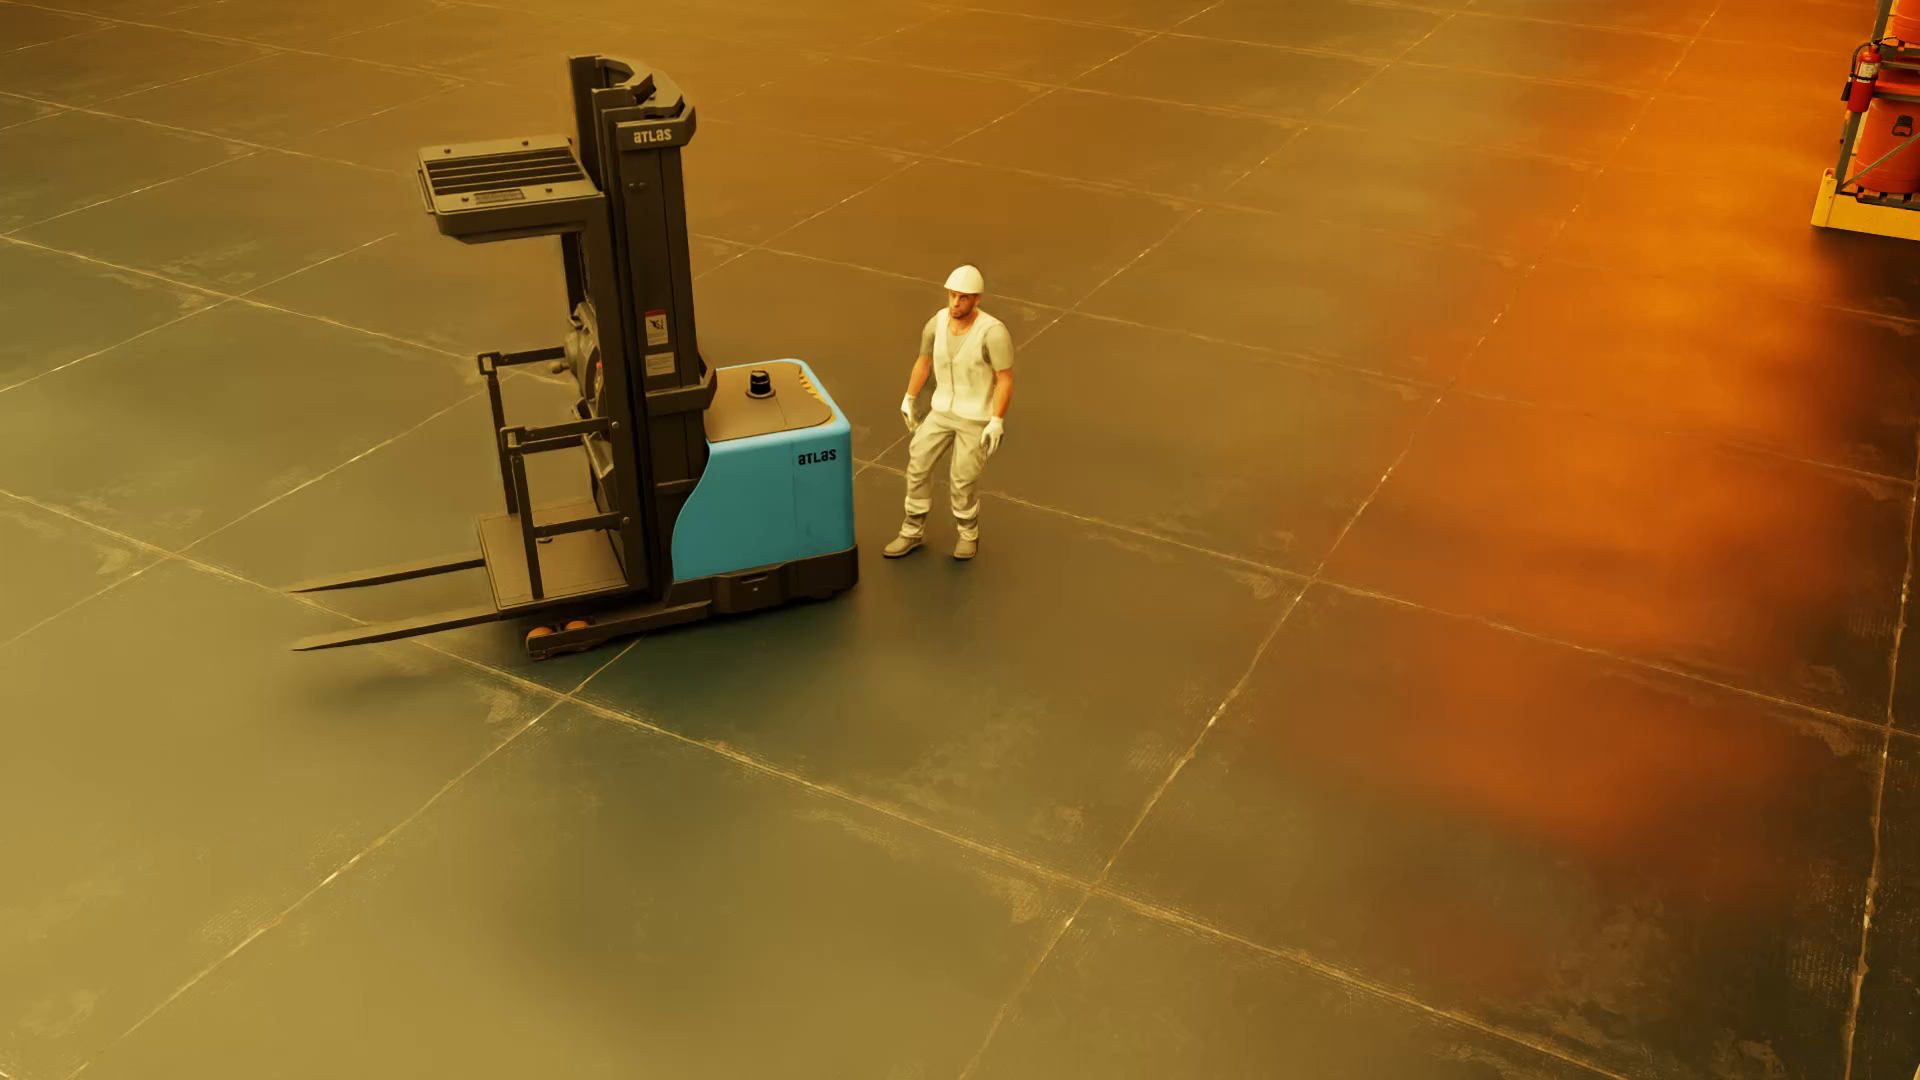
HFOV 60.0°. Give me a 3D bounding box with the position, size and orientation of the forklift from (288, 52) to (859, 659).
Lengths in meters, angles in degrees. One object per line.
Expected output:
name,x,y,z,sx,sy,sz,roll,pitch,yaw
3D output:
forklift,-2.147,-0.932,8.685,3.031,2.935,1.130,-11,32,-18

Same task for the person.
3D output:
person,-0.056,-0.684,9.445,0.710,1.763,0.576,18,35,29
